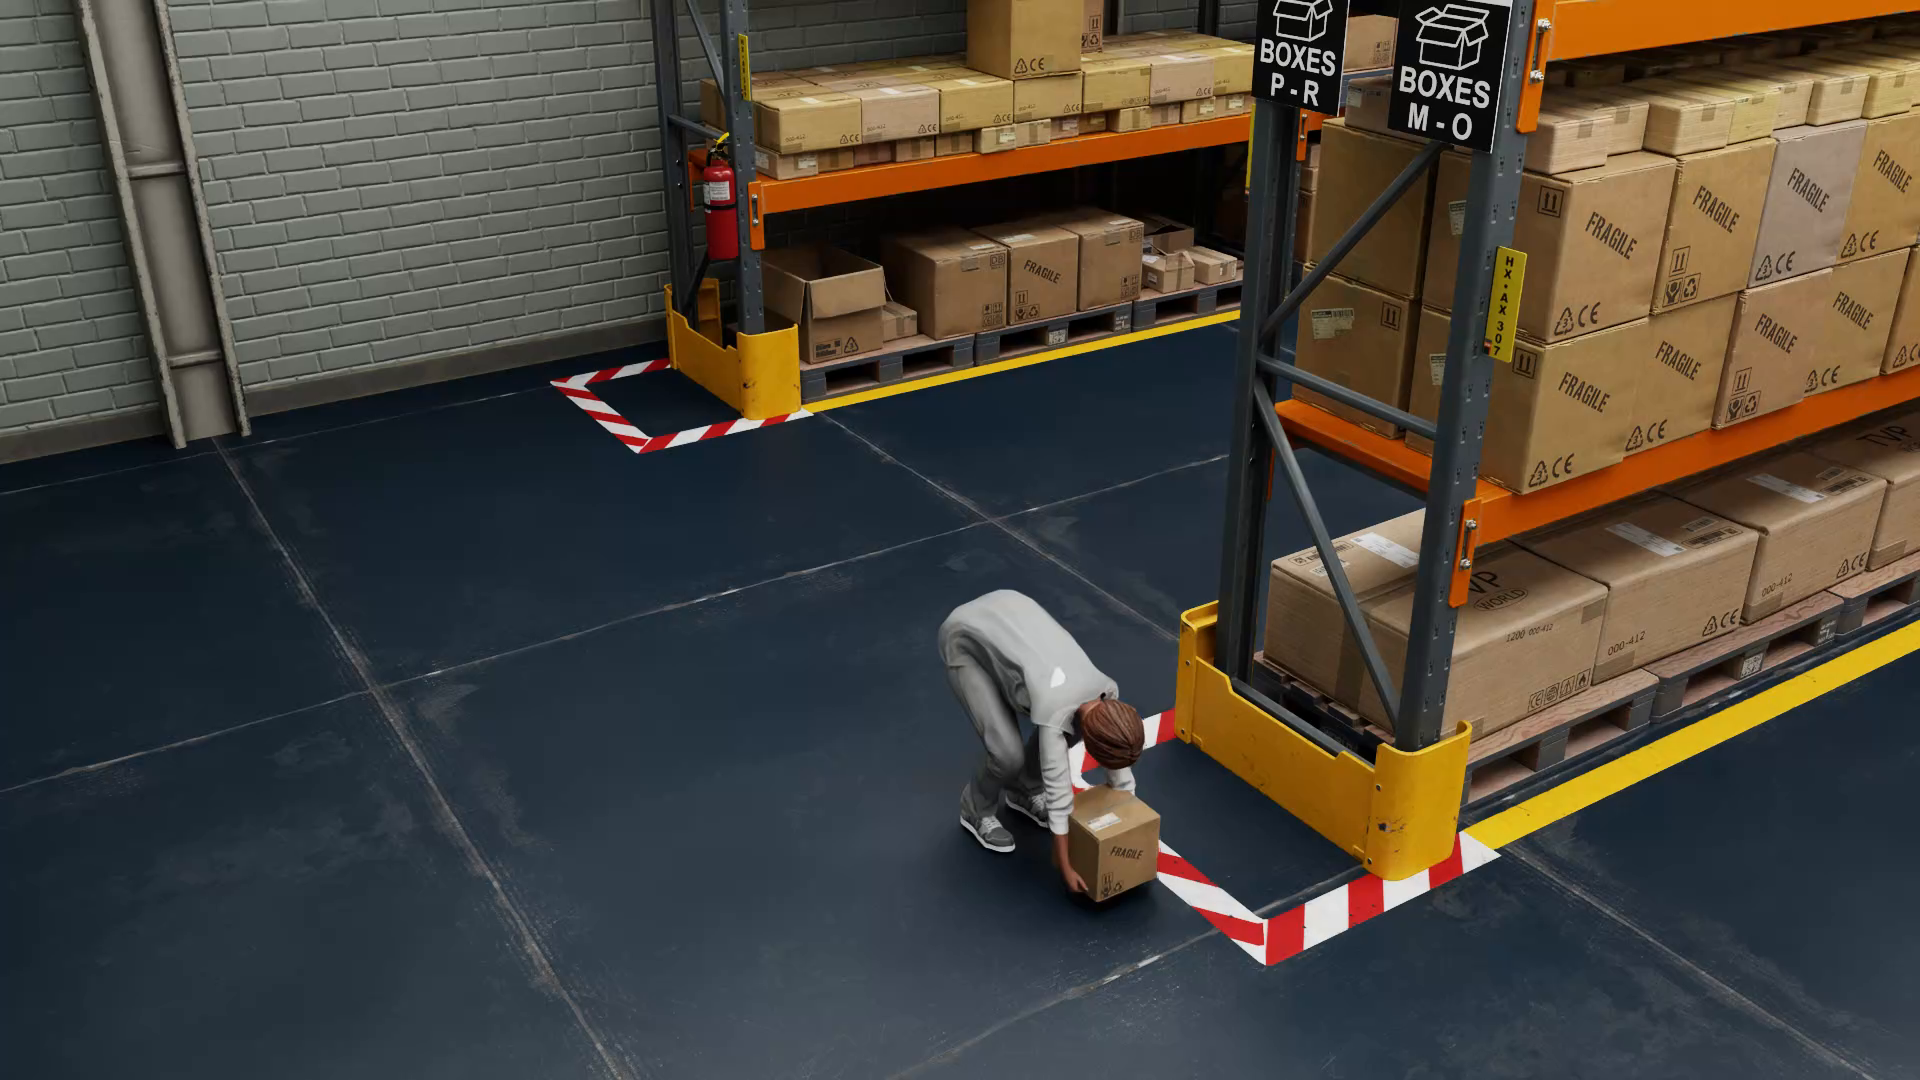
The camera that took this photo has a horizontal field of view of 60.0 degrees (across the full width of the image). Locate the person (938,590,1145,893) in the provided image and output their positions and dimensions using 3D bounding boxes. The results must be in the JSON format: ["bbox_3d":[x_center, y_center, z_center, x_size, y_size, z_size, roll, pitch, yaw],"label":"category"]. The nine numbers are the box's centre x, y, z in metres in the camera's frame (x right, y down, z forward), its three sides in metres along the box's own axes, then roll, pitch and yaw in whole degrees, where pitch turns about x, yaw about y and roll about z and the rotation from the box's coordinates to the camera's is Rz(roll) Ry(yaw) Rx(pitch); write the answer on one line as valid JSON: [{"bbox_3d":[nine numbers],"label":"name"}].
[{"bbox_3d":[0.283,0.659,5.568,0.421,0.883,0.854,-21,33,-37],"label":"person"}]
